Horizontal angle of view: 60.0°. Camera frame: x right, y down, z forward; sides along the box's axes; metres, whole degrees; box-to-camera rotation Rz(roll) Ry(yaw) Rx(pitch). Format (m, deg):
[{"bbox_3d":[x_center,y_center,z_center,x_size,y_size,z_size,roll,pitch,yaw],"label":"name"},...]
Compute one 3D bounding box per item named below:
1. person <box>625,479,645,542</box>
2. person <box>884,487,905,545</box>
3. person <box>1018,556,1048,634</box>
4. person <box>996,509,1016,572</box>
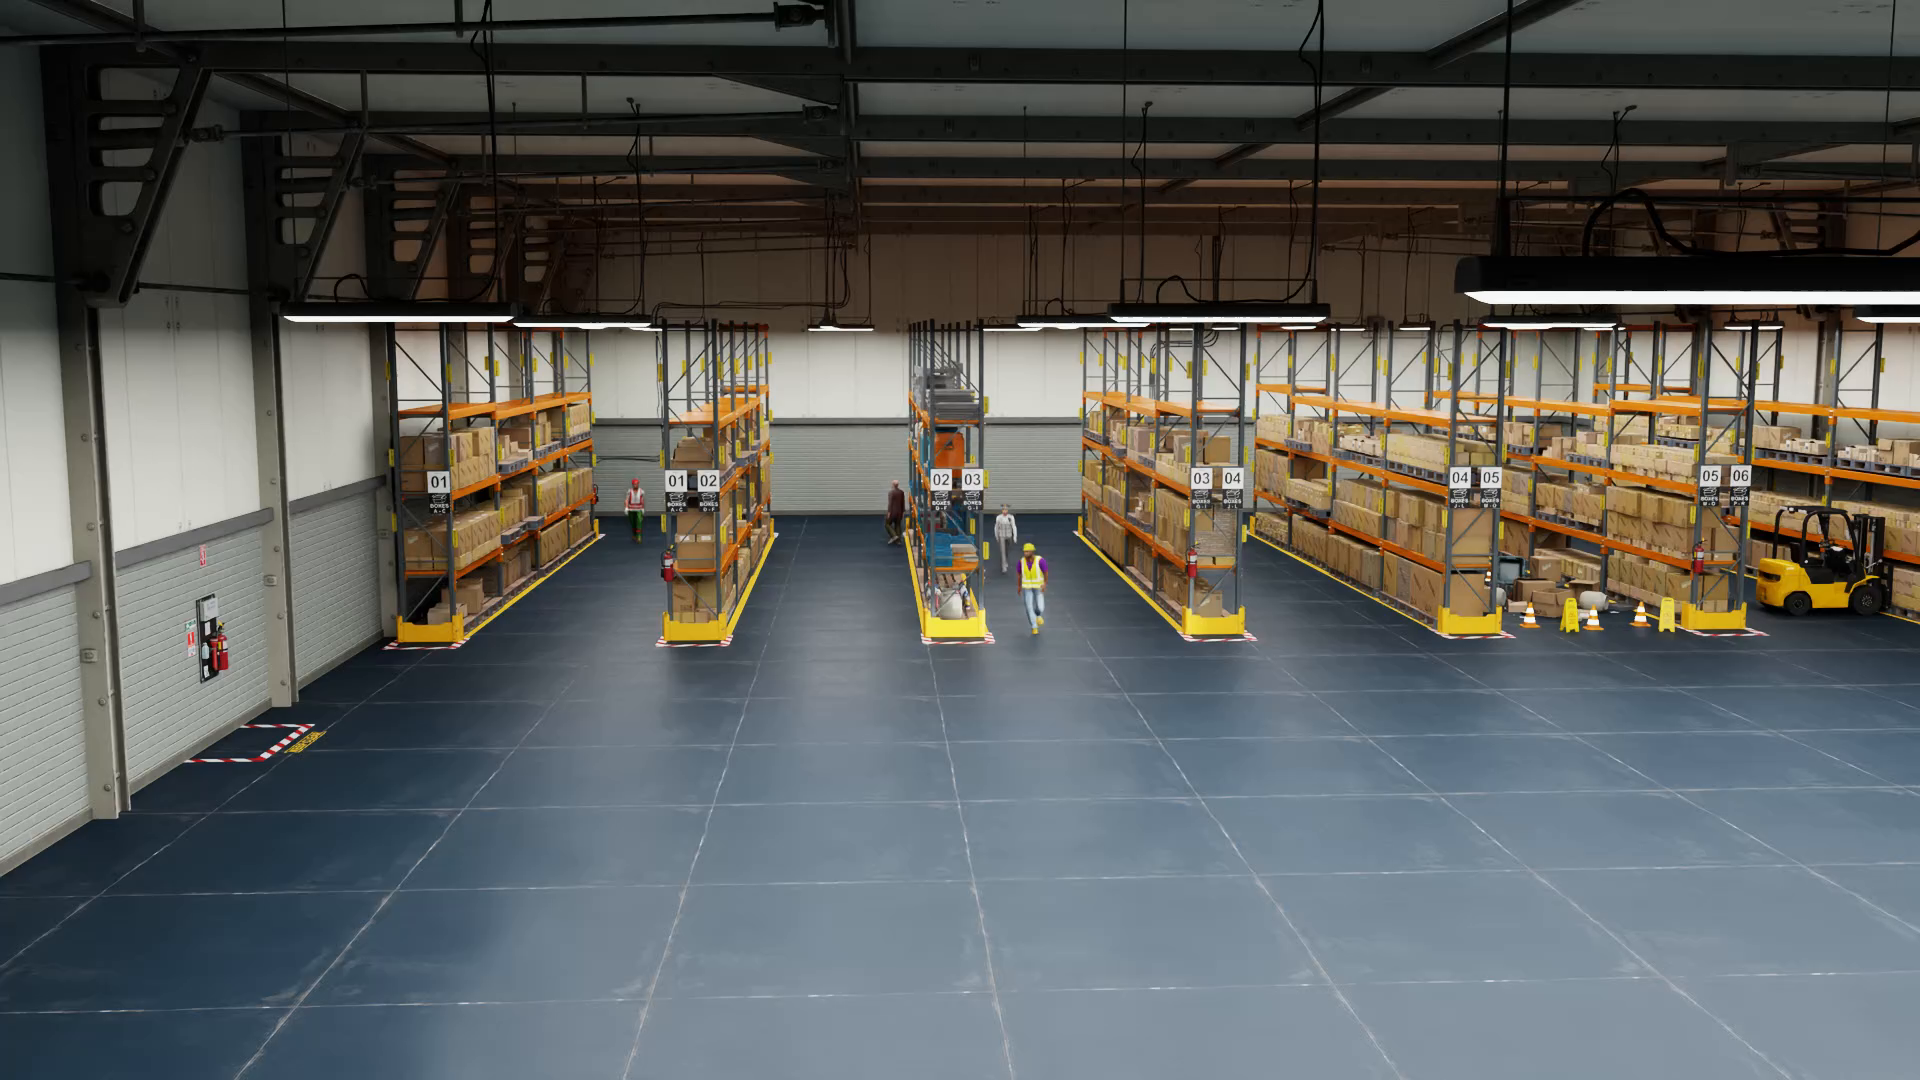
[{"bbox_3d":[-8.964,-0.827,45.851,0.536,1.728,1.055,-1,7,-8],"label":"person"},{"bbox_3d":[-1.738,-0.651,45.273,0.639,1.581,0.539,-7,10,-44],"label":"person"},{"bbox_3d":[1.401,1.036,32.059,0.618,1.491,0.645,1,7,10],"label":"person"},{"bbox_3d":[1.116,-0.068,40.334,0.459,1.589,1.034,-1,7,-6],"label":"person"}]
